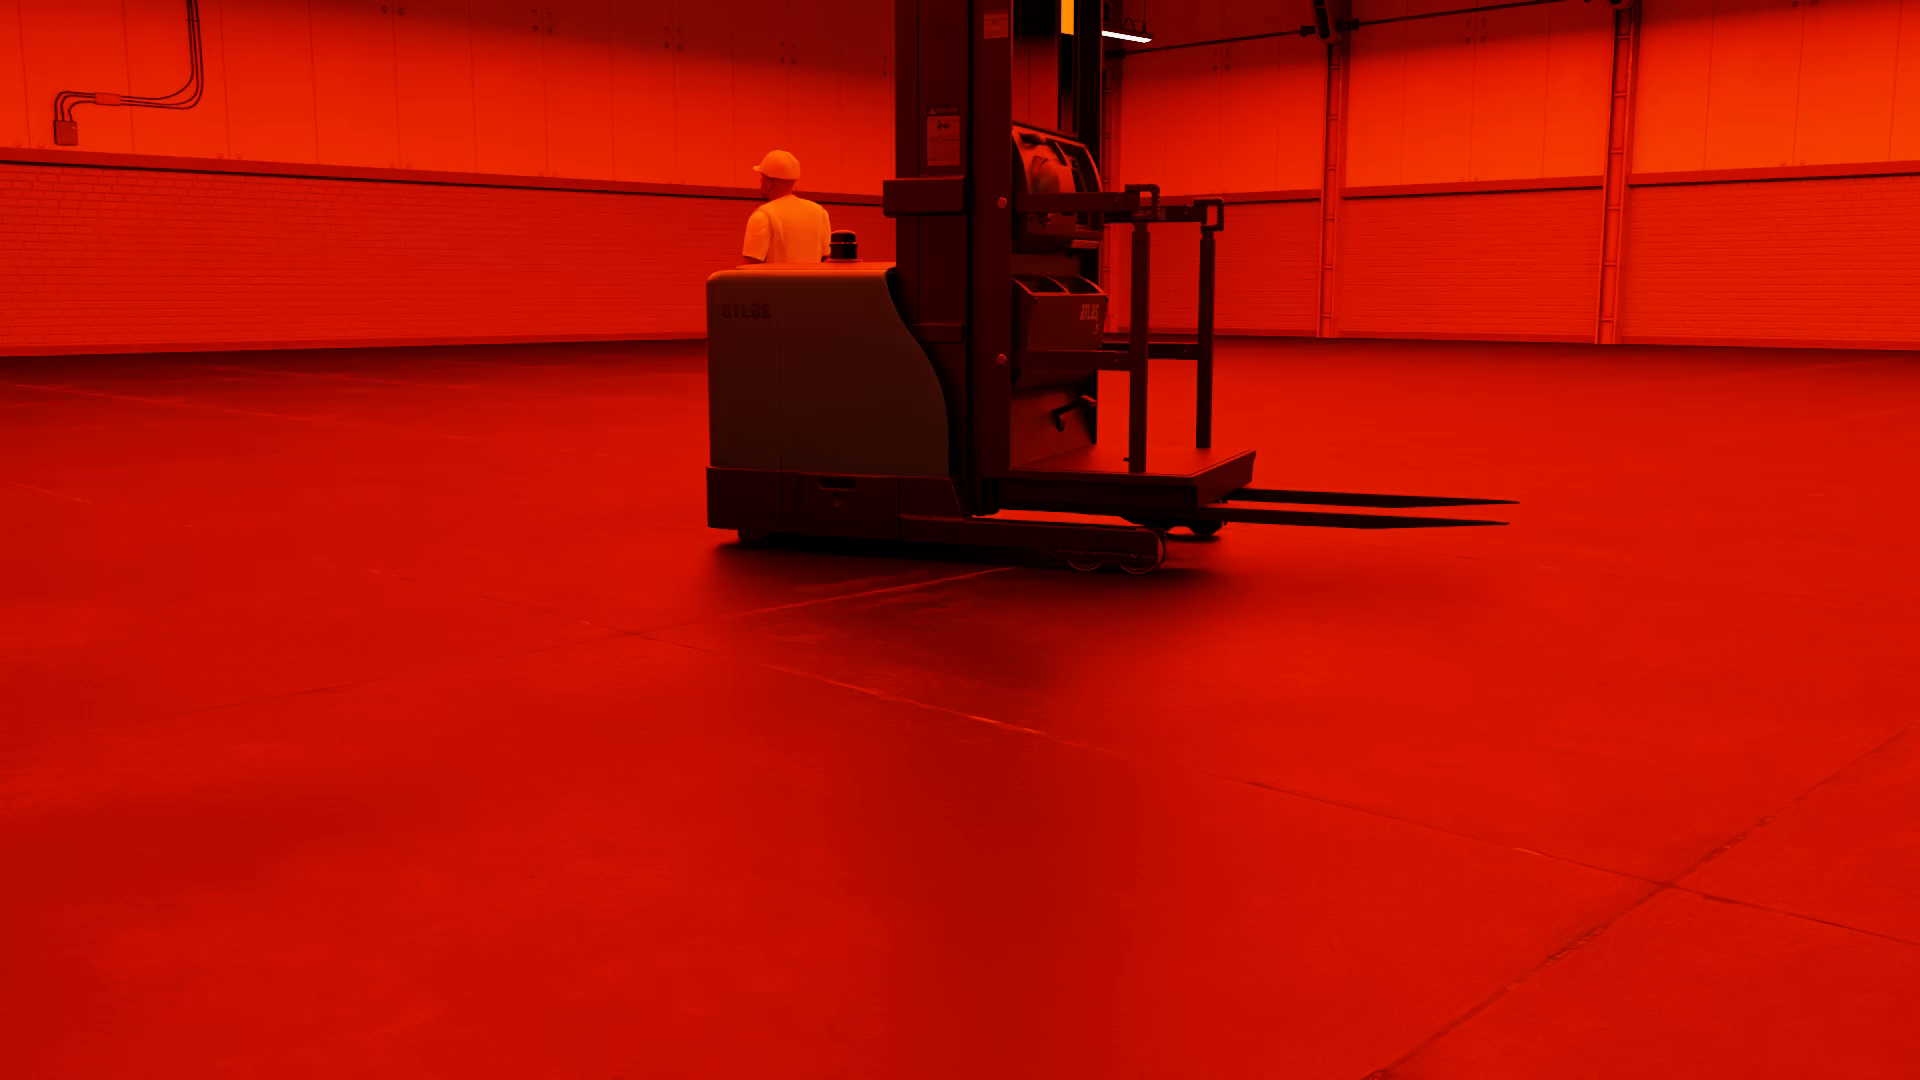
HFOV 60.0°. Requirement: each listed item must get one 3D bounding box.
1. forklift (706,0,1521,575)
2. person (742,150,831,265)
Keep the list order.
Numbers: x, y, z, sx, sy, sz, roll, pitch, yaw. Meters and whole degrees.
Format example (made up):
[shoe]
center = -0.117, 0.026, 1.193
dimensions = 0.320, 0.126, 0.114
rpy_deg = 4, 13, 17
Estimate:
[forklift]
center = 0.565, -1.416, 6.275
dimensions = 3.031, 2.935, 1.130
rpy_deg = 3, 9, 22
[person]
center = -1.070, -1.328, 9.559
dimensions = 0.665, 1.768, 0.575
rpy_deg = -8, 12, -44
